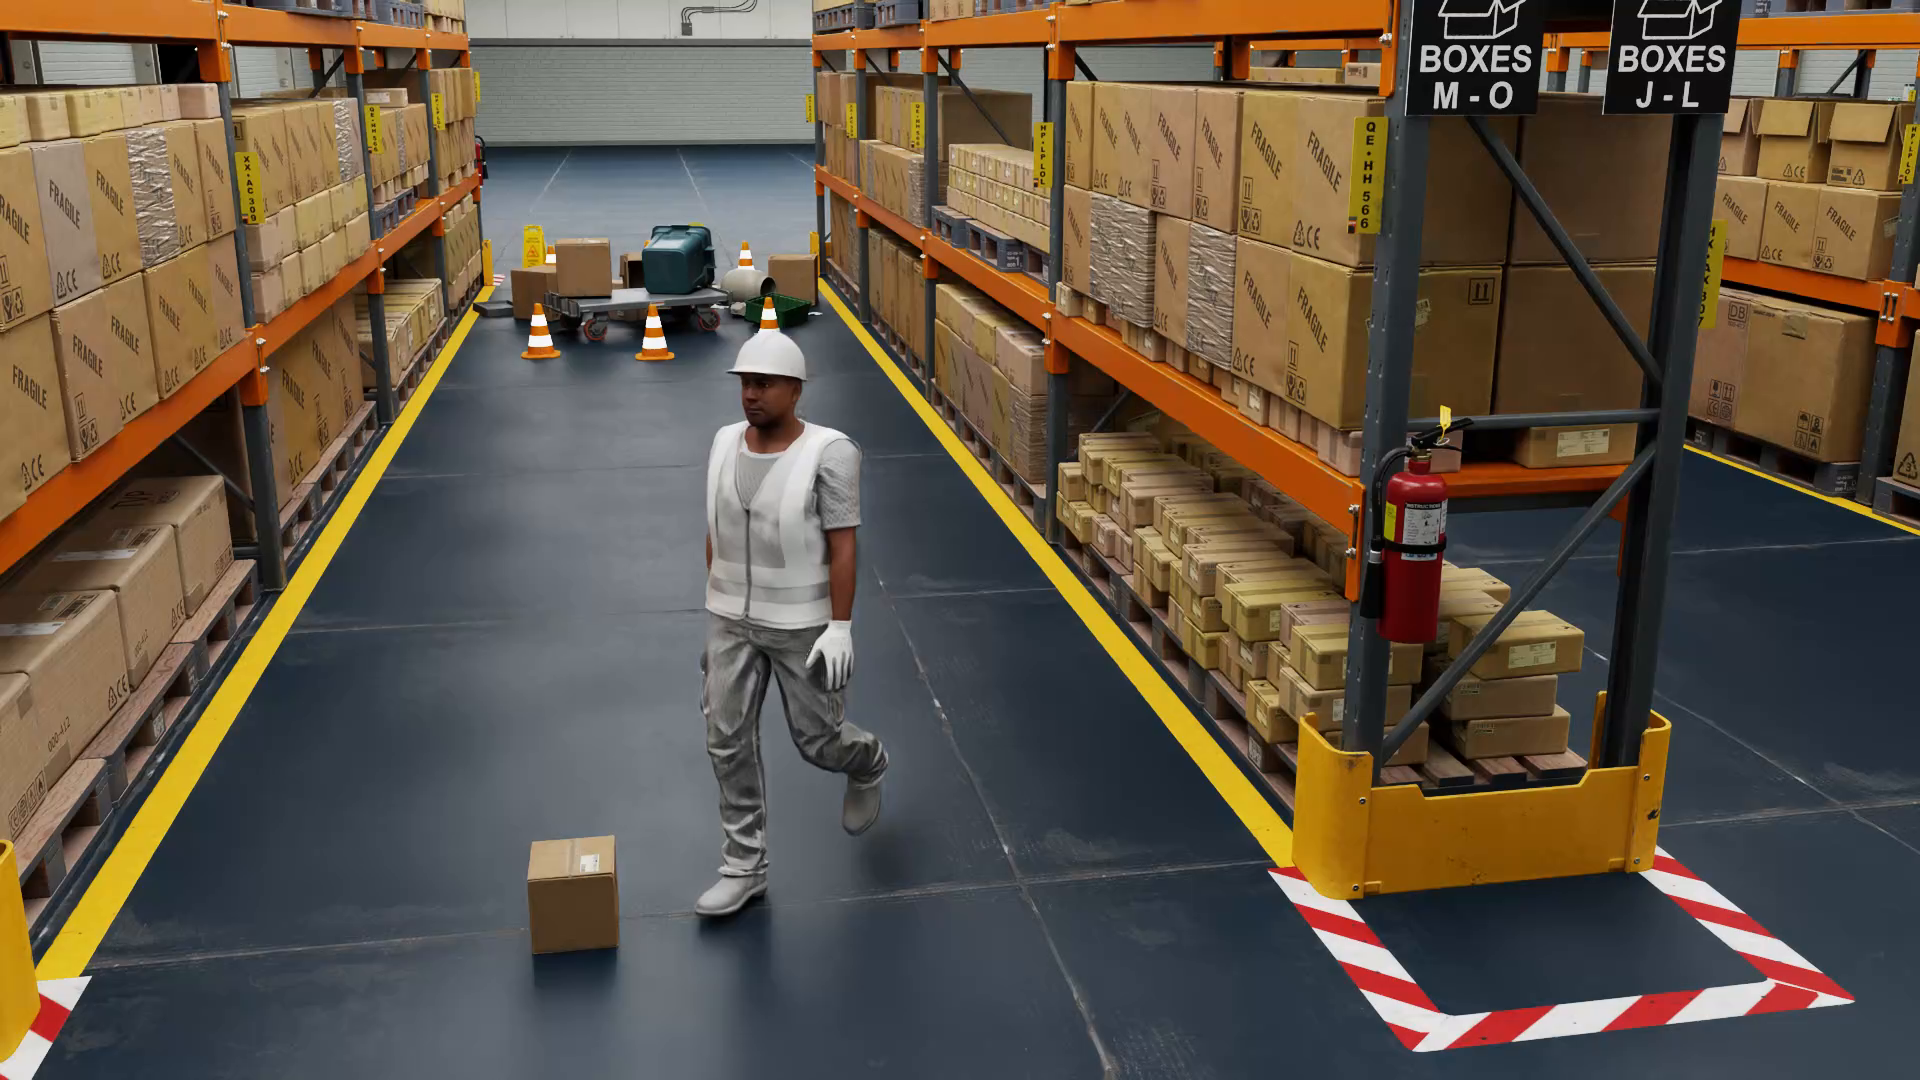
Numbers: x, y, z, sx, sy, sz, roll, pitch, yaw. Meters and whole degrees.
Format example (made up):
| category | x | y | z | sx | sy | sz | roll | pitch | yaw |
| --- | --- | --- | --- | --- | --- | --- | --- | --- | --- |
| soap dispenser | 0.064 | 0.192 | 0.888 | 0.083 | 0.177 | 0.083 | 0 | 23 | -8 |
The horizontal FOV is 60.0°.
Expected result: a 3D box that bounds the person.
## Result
| category | x | y | z | sx | sy | sz | roll | pitch | yaw |
| --- | --- | --- | --- | --- | --- | --- | --- | --- | --- |
| person | -0.553 | 0.232 | 5.173 | 0.577 | 1.762 | 0.846 | 7 | 17 | 22 |
